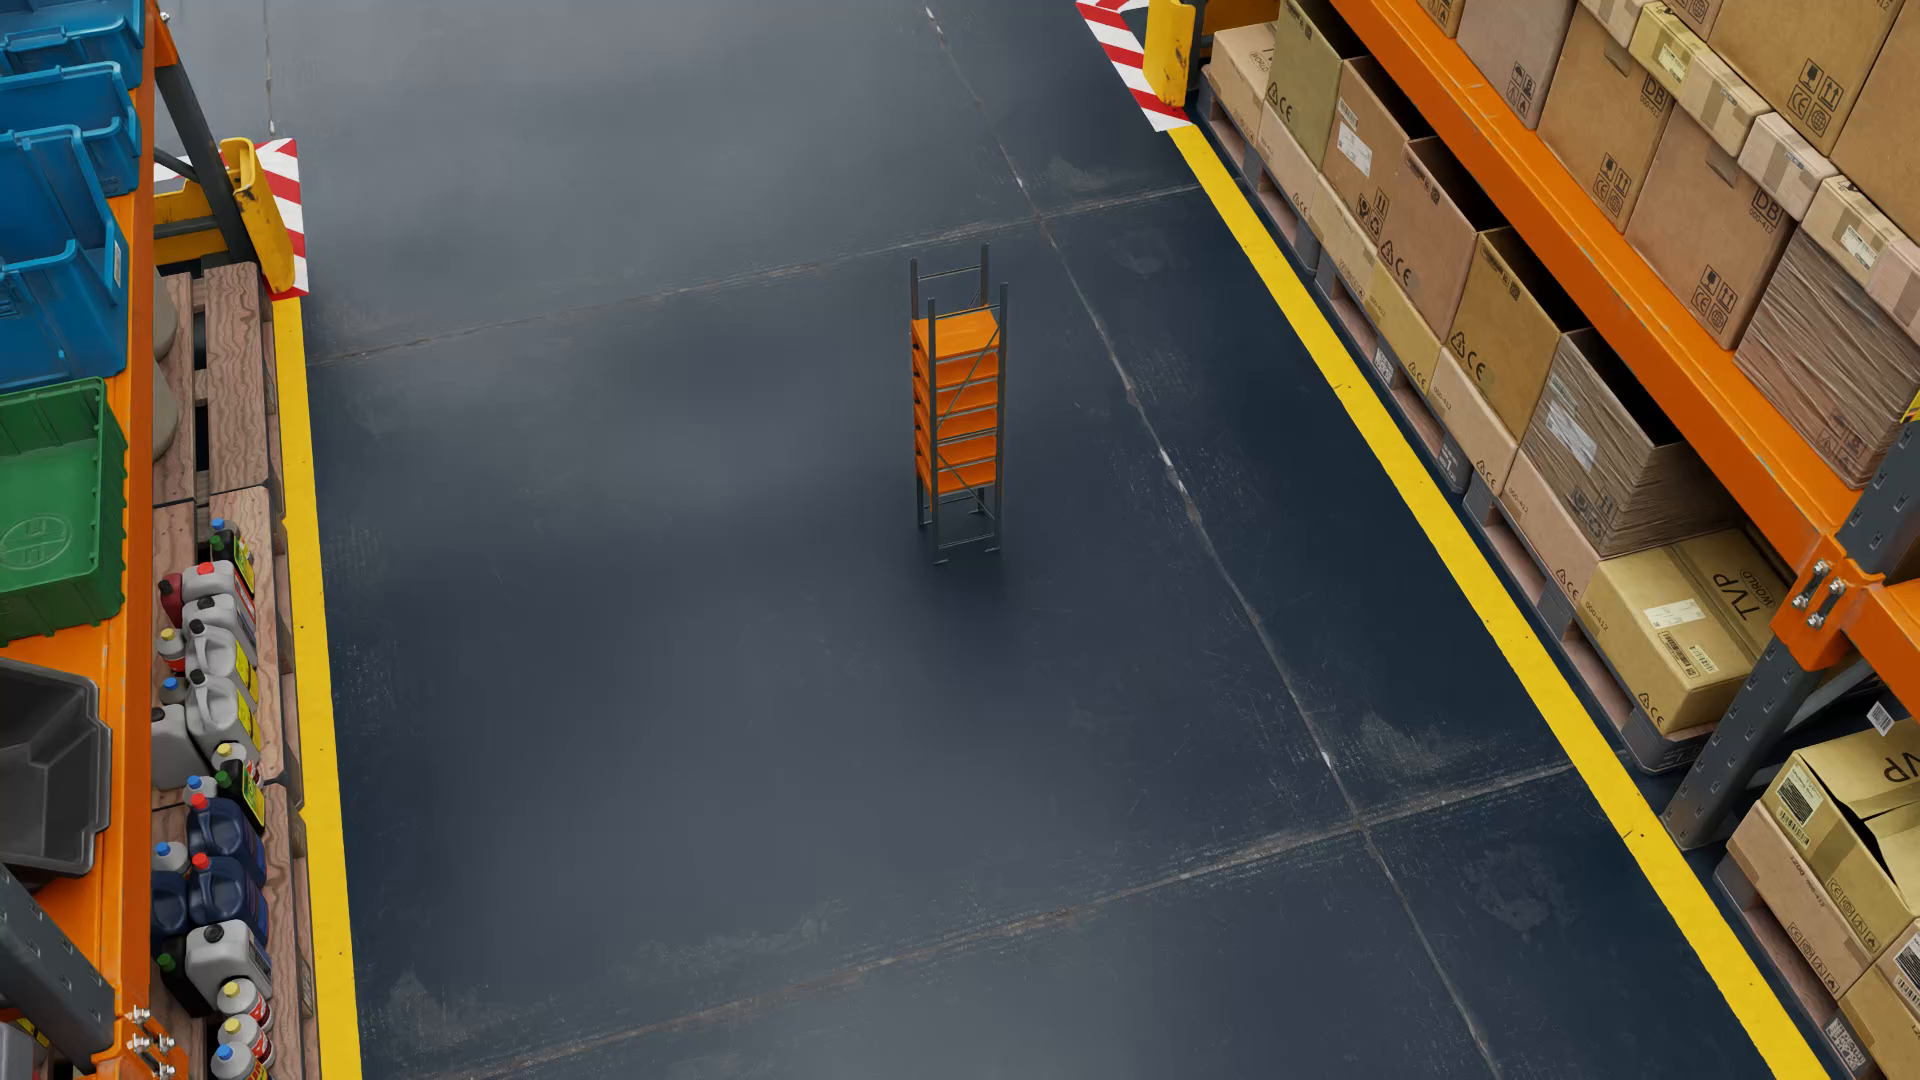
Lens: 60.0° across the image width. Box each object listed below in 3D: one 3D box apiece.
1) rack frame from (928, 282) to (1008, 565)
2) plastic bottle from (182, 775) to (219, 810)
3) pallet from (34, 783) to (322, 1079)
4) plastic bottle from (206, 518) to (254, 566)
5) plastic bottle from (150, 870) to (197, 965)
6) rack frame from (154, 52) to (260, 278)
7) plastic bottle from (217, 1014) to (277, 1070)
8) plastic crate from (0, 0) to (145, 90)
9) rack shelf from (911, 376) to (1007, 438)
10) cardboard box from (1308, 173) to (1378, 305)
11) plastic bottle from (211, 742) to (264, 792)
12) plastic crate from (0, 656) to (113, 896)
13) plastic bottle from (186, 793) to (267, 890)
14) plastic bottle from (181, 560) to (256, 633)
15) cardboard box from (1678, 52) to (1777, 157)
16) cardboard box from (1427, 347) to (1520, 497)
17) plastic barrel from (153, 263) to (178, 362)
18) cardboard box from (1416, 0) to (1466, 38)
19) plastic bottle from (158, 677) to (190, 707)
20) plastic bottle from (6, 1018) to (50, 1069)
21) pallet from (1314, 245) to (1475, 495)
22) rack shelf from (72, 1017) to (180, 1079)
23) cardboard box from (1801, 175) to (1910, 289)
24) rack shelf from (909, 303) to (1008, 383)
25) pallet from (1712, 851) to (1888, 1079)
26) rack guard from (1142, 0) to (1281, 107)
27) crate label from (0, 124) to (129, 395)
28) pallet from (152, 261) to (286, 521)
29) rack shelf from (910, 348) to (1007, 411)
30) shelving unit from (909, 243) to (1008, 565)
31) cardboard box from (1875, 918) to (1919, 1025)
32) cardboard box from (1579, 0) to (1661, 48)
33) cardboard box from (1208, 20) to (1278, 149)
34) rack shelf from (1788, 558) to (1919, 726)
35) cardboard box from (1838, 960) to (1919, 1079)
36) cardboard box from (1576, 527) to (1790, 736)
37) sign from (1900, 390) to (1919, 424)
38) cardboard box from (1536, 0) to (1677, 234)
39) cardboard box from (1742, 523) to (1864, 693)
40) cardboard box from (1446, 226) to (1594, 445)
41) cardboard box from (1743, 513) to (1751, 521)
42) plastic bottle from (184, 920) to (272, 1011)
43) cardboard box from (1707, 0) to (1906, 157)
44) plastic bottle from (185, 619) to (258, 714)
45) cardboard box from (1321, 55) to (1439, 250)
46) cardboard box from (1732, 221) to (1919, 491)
[{"bbox_3d":[0.023,-0.330,5.244,0.240,1.200,0.006,-13,51,-11],"label":"rack frame"},{"bbox_3d":[-2.100,0.744,4.657,0.097,0.271,0.097,0,50,0],"label":"plastic bottle"},{"bbox_3d":[-2.282,1.326,4.494,1.003,0.211,1.213,-13,51,-11],"label":"pallet"},{"bbox_3d":[-2.344,0.008,5.324,0.097,0.201,0.097,0,50,0],"label":"plastic bottle"},{"bbox_3d":[-2.103,0.988,4.400,0.144,0.351,0.185,-13,51,-11],"label":"plastic bottle"},{"bbox_3d":[-3.306,-1.994,5.469,1.000,3.000,0.127,-13,51,-11],"label":"rack frame"},{"bbox_3d":[-1.828,1.281,4.251,0.097,0.201,0.097,0,50,0],"label":"plastic bottle"},{"bbox_3d":[-2.872,-1.649,5.275,0.499,0.251,0.616,-13,51,-11],"label":"plastic crate"},{"bbox_3d":[-0.004,-0.446,5.242,0.258,0.103,0.180,-13,51,-11],"label":"rack shelf"},{"bbox_3d":[1.672,-1.189,6.314,0.500,0.250,0.500,-13,51,-11],"label":"cardboard box"},{"bbox_3d":[-2.082,0.654,4.779,0.097,0.201,0.097,0,50,0],"label":"plastic bottle"},{"bbox_3d":[-2.156,0.536,3.377,0.767,0.338,0.504,-13,51,-11],"label":"plastic crate"},{"bbox_3d":[-2.021,0.818,4.543,0.144,0.351,0.185,-15,52,-13],"label":"plastic bottle"},{"bbox_3d":[-2.296,0.174,5.135,0.152,0.276,0.135,-13,51,-11],"label":"plastic bottle"},{"bbox_3d":[2.095,-1.145,4.264,0.380,0.149,0.250,-13,51,-11],"label":"cardboard box"},{"bbox_3d":[1.964,-0.458,5.698,0.500,0.250,0.500,-13,51,-11],"label":"cardboard box"},{"bbox_3d":[-3.038,-0.864,5.869,0.421,0.512,0.421,0,50,0],"label":"plastic barrel"},{"bbox_3d":[1.854,-2.054,5.454,0.700,0.500,0.500,-13,51,-11],"label":"cardboard box"},{"bbox_3d":[-2.304,0.479,4.927,0.097,0.201,0.097,0,50,0],"label":"plastic bottle"},{"bbox_3d":[-2.451,1.201,4.220,0.144,0.351,0.185,-13,51,-11],"label":"plastic bottle"},{"bbox_3d":[2.050,-0.774,6.265,1.003,0.211,1.213,-13,51,-11],"label":"pallet"},{"bbox_3d":[-1.531,2.620,2.050,1.077,0.370,4.000,-13,51,-11],"label":"rack shelf"},{"bbox_3d":[2.254,-0.763,3.941,0.380,0.149,0.250,-14,51,-12],"label":"cardboard box"},{"bbox_3d":[-0.004,-0.601,5.059,0.258,0.103,0.180,-13,51,-11],"label":"rack shelf"},{"bbox_3d":[2.865,1.238,4.568,1.003,0.211,1.213,-13,51,-11],"label":"pallet"},{"bbox_3d":[1.420,-2.323,7.382,1.175,0.500,0.348,-13,51,-11],"label":"rack guard"},{"bbox_3d":[-2.503,-0.723,4.374,0.502,0.435,0.616,-13,51,-11],"label":"crate label"},{"bbox_3d":[-3.003,-0.456,5.997,1.003,0.211,1.213,-13,51,-11],"label":"pallet"},{"bbox_3d":[-0.004,-0.523,5.151,0.258,0.103,0.180,-13,51,-11],"label":"rack shelf"},{"bbox_3d":[-0.004,-0.397,5.300,0.258,1.200,0.189,-13,51,-11],"label":"shelving unit"},{"bbox_3d":[2.637,1.105,4.014,0.500,0.311,0.500,-14,51,-11],"label":"cardboard box"},{"bbox_3d":[1.951,-1.509,4.571,0.380,0.149,0.250,-12,51,-10],"label":"cardboard box"},{"bbox_3d":[1.373,-1.919,6.929,0.500,0.250,0.500,-13,51,-11],"label":"cardboard box"},{"bbox_3d":[3.201,1.502,2.992,1.077,0.370,4.000,-13,51,-11],"label":"rack shelf"},{"bbox_3d":[2.642,1.285,4.229,0.500,0.250,0.500,-12,51,-10],"label":"cardboard box"},{"bbox_3d":[2.264,0.271,5.083,0.500,0.250,0.500,-13,51,-11],"label":"cardboard box"},{"bbox_3d":[2.080,-0.368,3.480,0.100,0.325,0.005,-13,51,-11],"label":"sign"},{"bbox_3d":[2.166,-1.296,4.815,0.700,0.500,0.500,-13,51,-10],"label":"cardboard box"},{"bbox_3d":[2.762,0.153,5.182,0.500,0.250,0.500,-13,51,-11],"label":"cardboard box"},{"bbox_3d":[1.976,-0.702,5.414,0.500,0.500,0.500,-13,51,-11],"label":"cardboard box"},{"bbox_3d":[2.617,-0.454,5.204,0.500,0.500,0.500,-13,51,-11],"label":"cardboard box"},{"bbox_3d":[-1.920,1.101,4.353,0.152,0.276,0.135,-12,51,-10],"label":"plastic bottle"},{"bbox_3d":[2.322,-1.332,3.997,0.700,0.500,0.500,-13,51,-11],"label":"cardboard box"},{"bbox_3d":[-2.202,0.372,4.920,0.144,0.351,0.185,-11,51,-9],"label":"plastic bottle"},{"bbox_3d":[1.683,-1.433,6.030,0.500,0.500,0.500,-13,51,-11],"label":"cardboard box"},{"bbox_3d":[2.473,-0.545,4.182,0.700,0.500,0.500,-15,51,-12],"label":"cardboard box"}]
